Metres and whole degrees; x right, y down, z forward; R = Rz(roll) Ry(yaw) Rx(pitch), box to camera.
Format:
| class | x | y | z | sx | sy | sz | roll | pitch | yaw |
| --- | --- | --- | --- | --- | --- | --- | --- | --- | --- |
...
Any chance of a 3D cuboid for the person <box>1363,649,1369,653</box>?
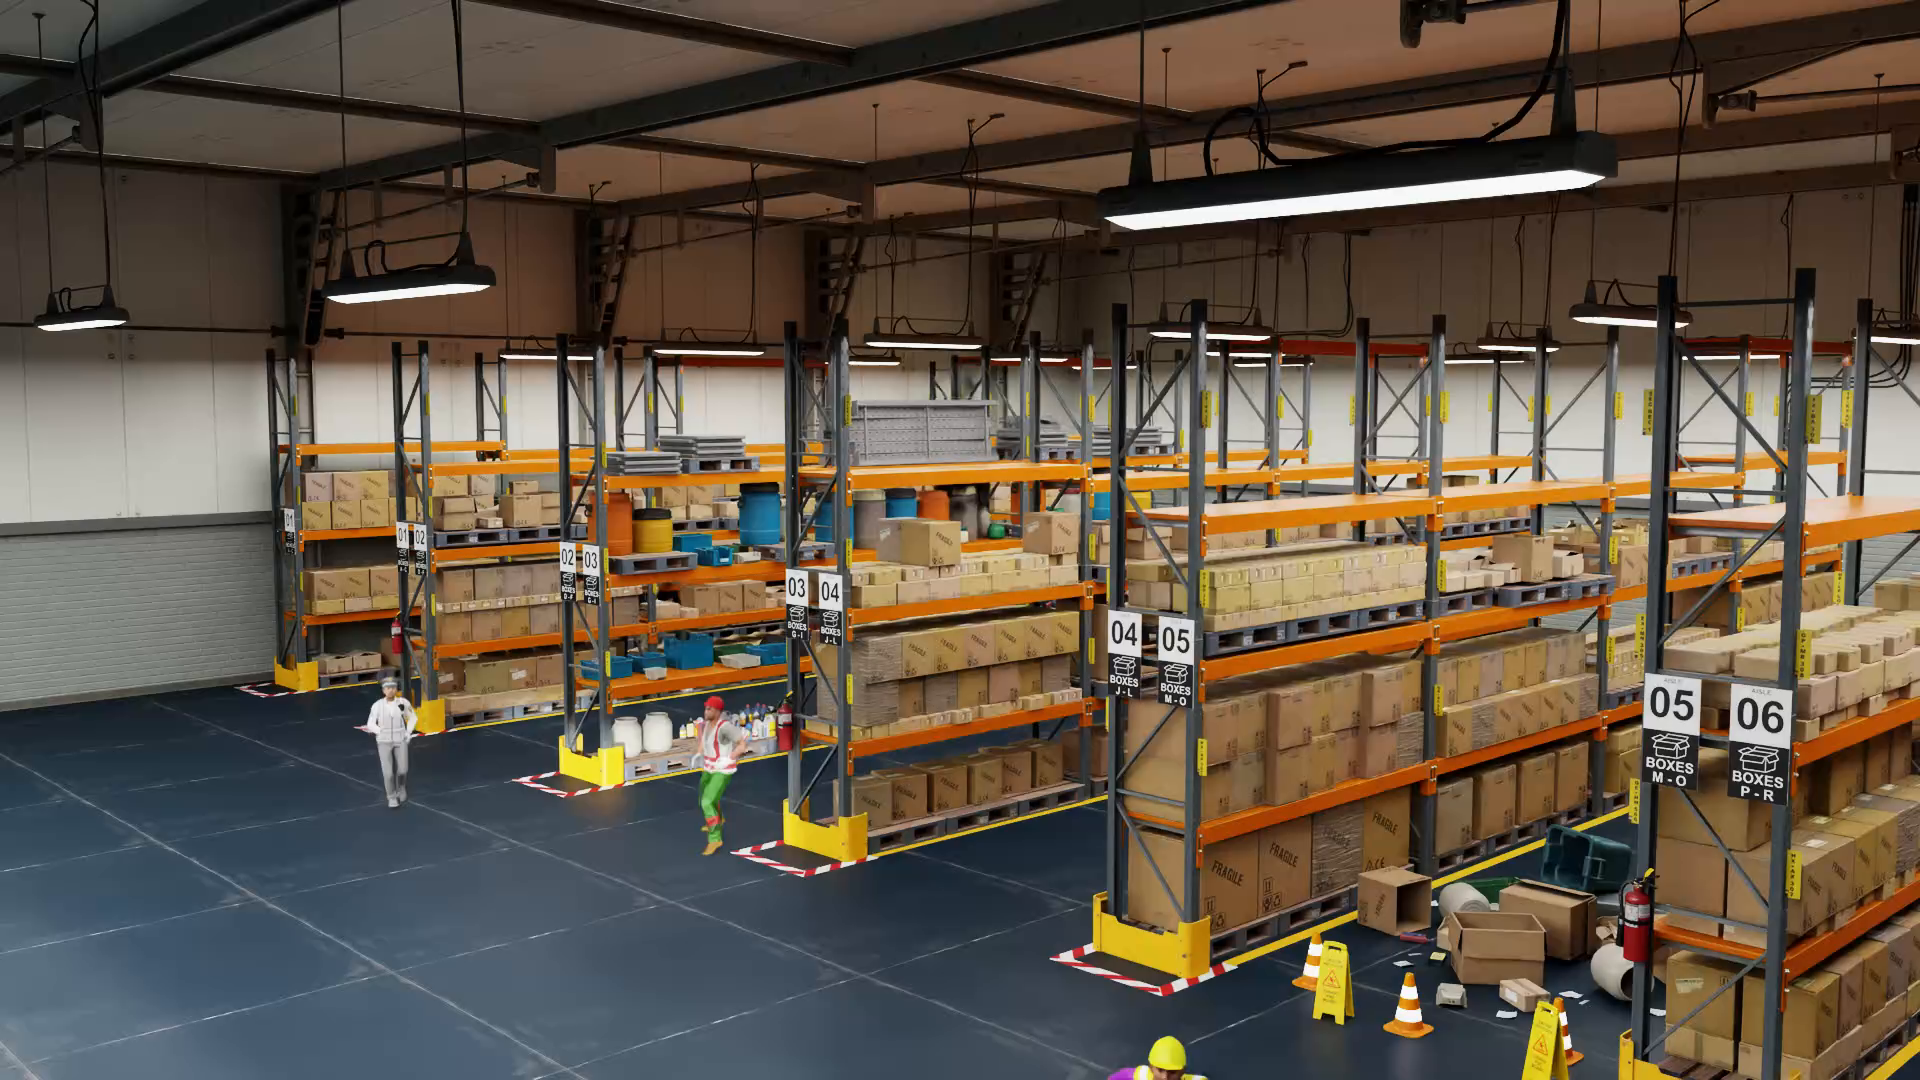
| class | x | y | z | sx | sy | sz | roll | pitch | yaw |
| --- | --- | --- | --- | --- | --- | --- | --- | --- | --- |
| person | 5.594 | 2.279 | 23.336 | 0.674 | 1.730 | 0.782 | 4 | 7 | 42 |

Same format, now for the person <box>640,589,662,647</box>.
| class | x | y | z | sx | sy | sz | roll | pitch | yaw |
| --- | --- | --- | --- | --- | --- | --- | --- | --- | --- |
| person | -5.787 | 1.683 | 30.984 | 0.531 | 1.616 | 0.599 | -4 | 6 | -36 |

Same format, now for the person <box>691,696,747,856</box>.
| class | x | y | z | sx | sy | sz | roll | pitch | yaw |
| --- | --- | --- | --- | --- | --- | --- | --- | --- | --- |
| person | -2.813 | 2.652 | 19.078 | 0.899 | 1.773 | 0.766 | 5 | 7 | 43 |

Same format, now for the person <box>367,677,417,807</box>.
| class | x | y | z | sx | sy | sz | roll | pitch | yaw |
| --- | --- | --- | --- | --- | --- | --- | --- | --- | --- |
| person | -7.094 | 2.533 | 20.818 | 0.605 | 1.652 | 0.539 | -2 | 5 | -21 |

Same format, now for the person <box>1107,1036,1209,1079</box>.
| class | x | y | z | sx | sy | sz | roll | pitch | yaw |
| --- | --- | --- | --- | --- | --- | --- | --- | --- | --- |
| person | 1.132 | 3.535 | 9.217 | 0.685 | 1.682 | 0.698 | 1 | 5 | 8 |
